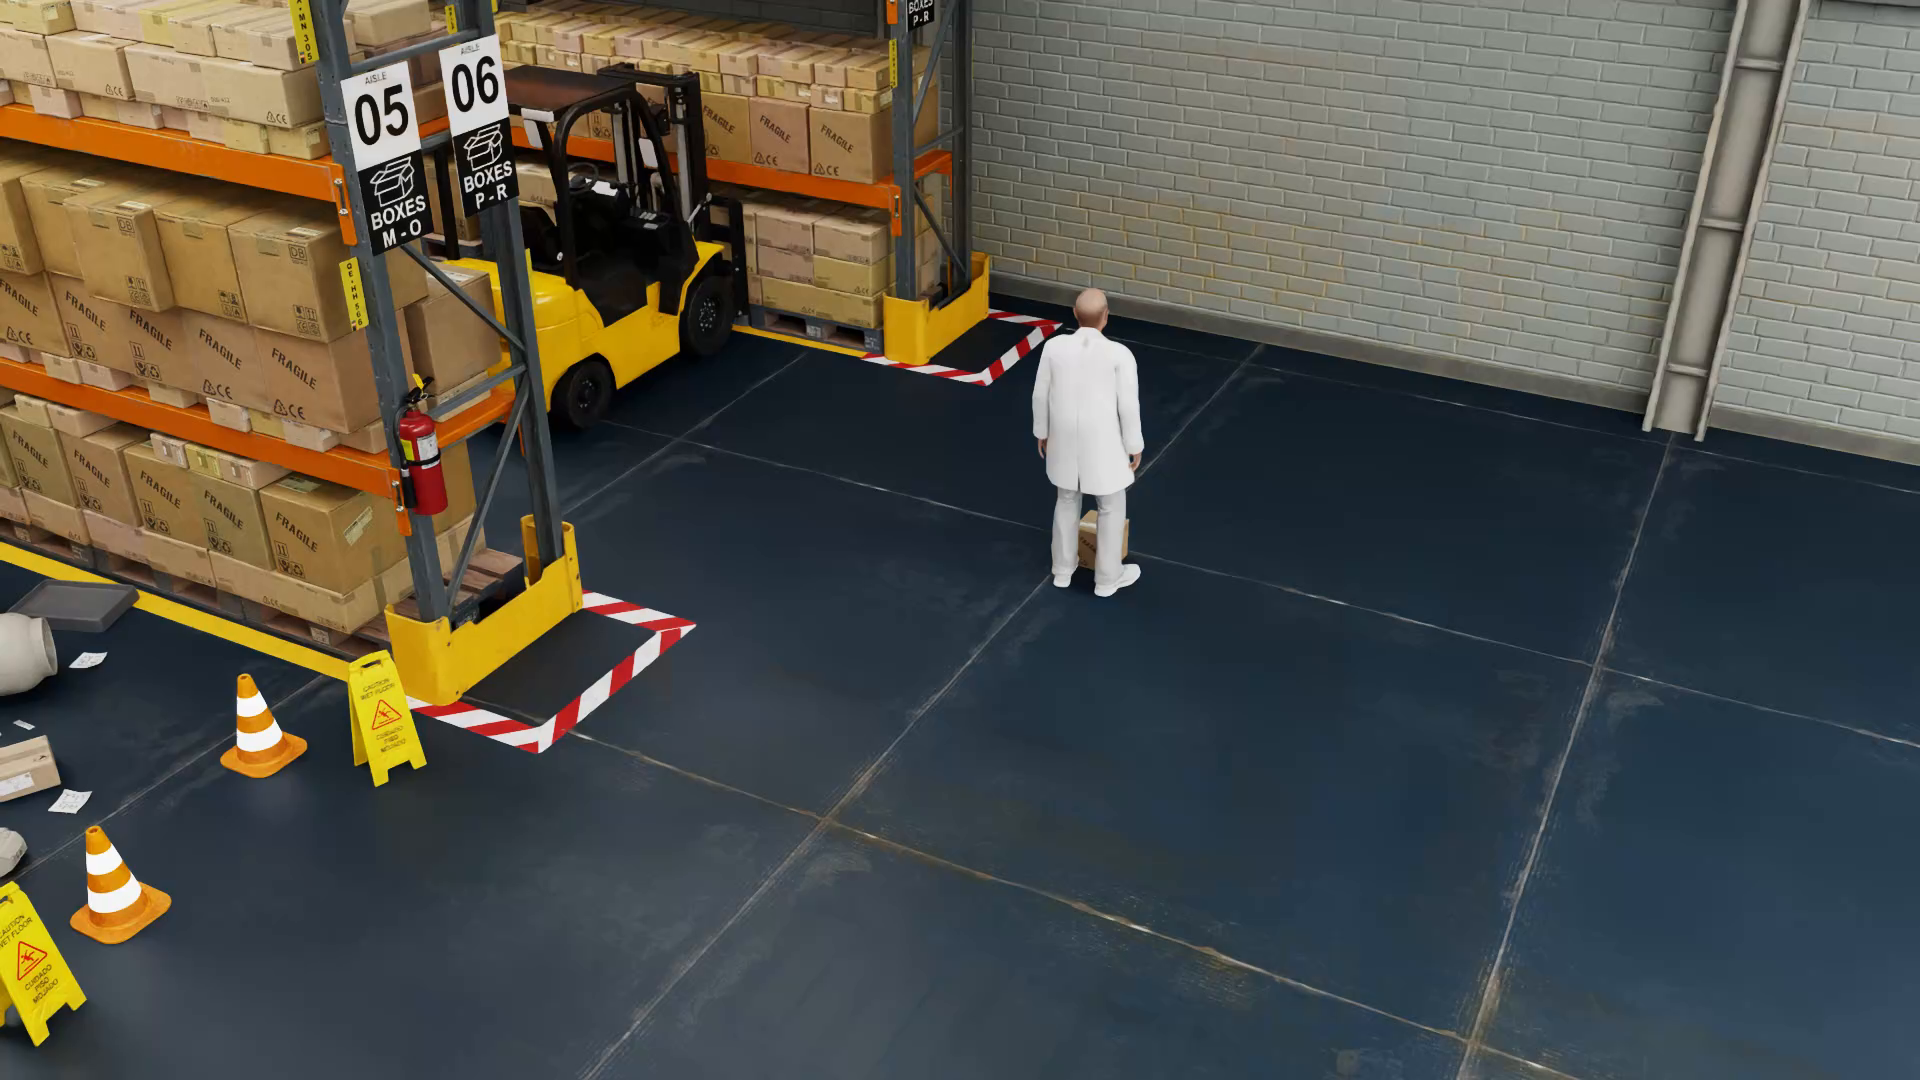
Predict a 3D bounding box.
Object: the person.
[{"bbox_3d":[0.713,-0.542,9.266,0.646,1.772,0.429,12,32,20],"label":"person"}]
